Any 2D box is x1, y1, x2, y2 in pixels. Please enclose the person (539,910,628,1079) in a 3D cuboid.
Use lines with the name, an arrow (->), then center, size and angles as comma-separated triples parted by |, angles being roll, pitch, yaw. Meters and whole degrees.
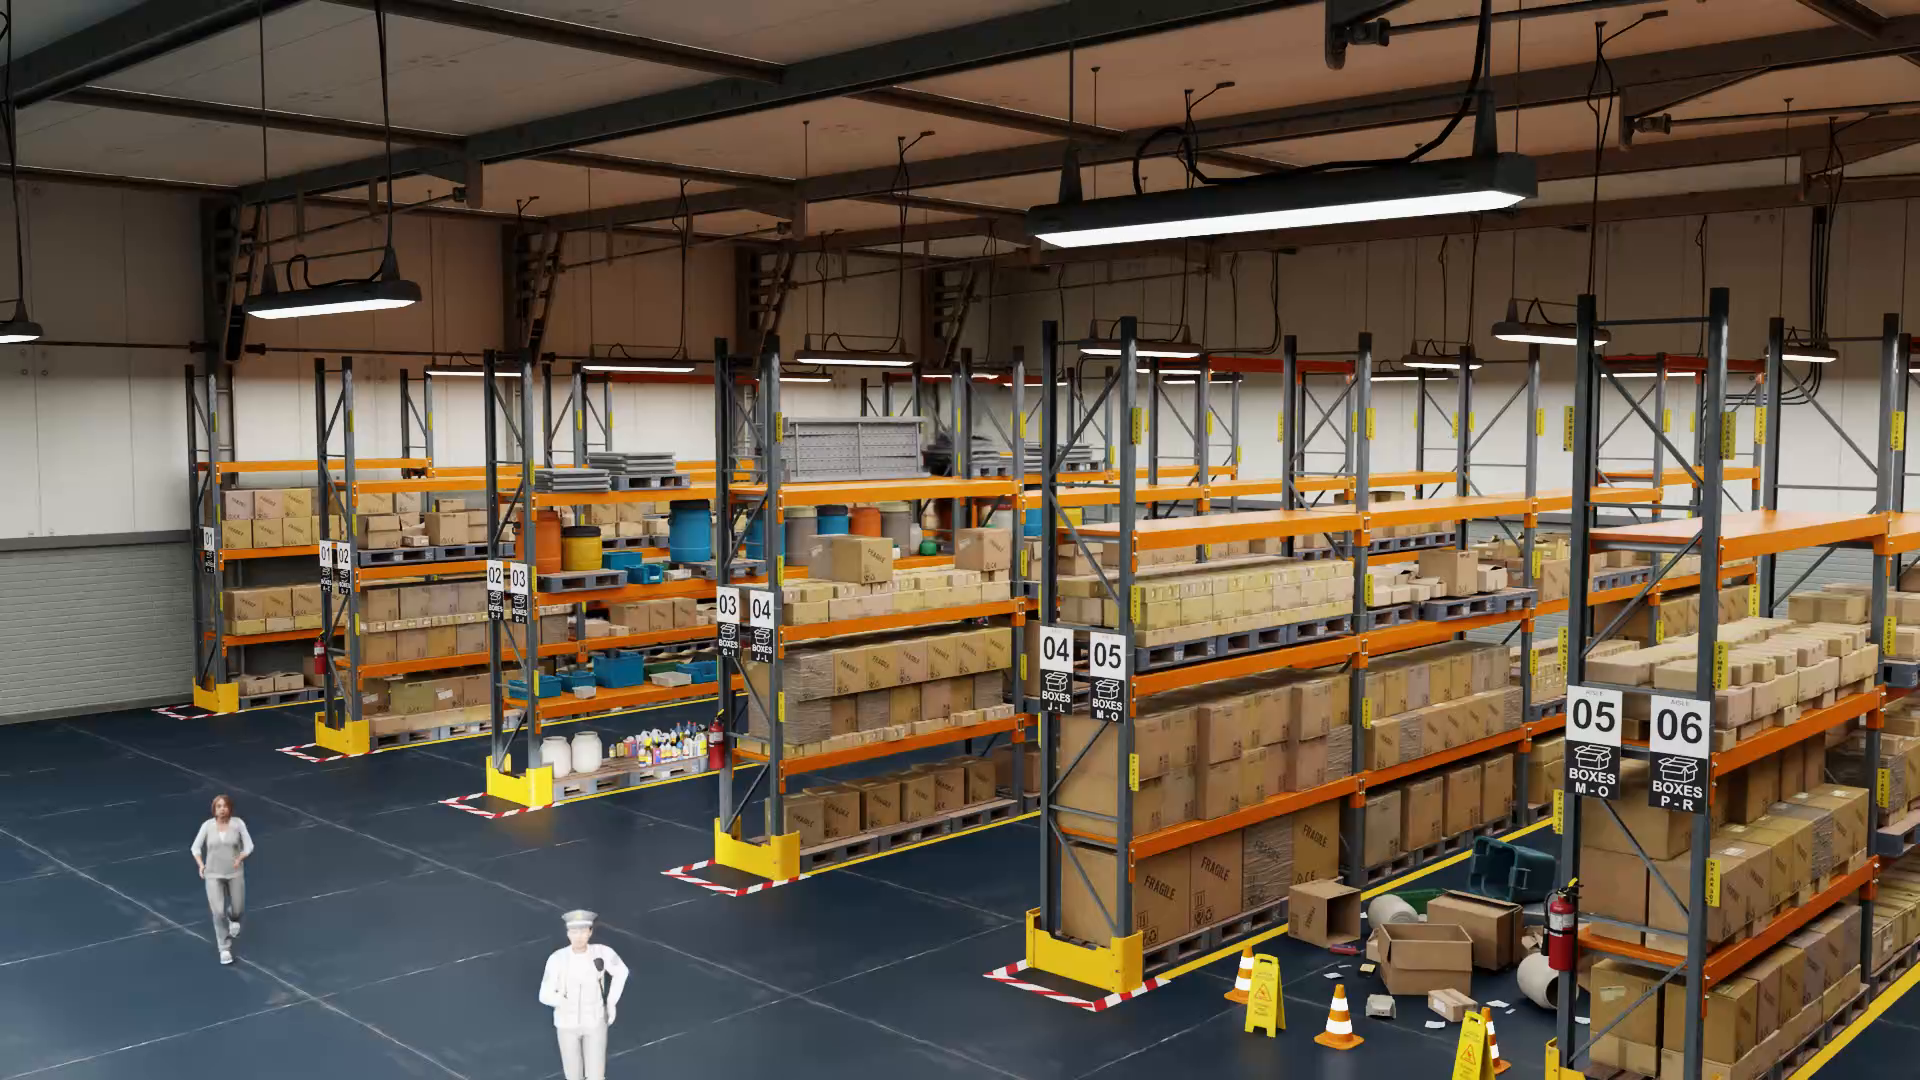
person -> -2.636, 3.432, 11.637 | 0.592, 1.734, 0.684 | -1, 4, -7

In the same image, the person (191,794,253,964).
person -> -6.990, 3.179, 15.774 | 0.542, 1.553, 0.680 | -2, 5, -24

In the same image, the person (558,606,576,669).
person -> -7.183, 1.994, 30.485 | 0.579, 1.692, 0.851 | 4, 6, 39
